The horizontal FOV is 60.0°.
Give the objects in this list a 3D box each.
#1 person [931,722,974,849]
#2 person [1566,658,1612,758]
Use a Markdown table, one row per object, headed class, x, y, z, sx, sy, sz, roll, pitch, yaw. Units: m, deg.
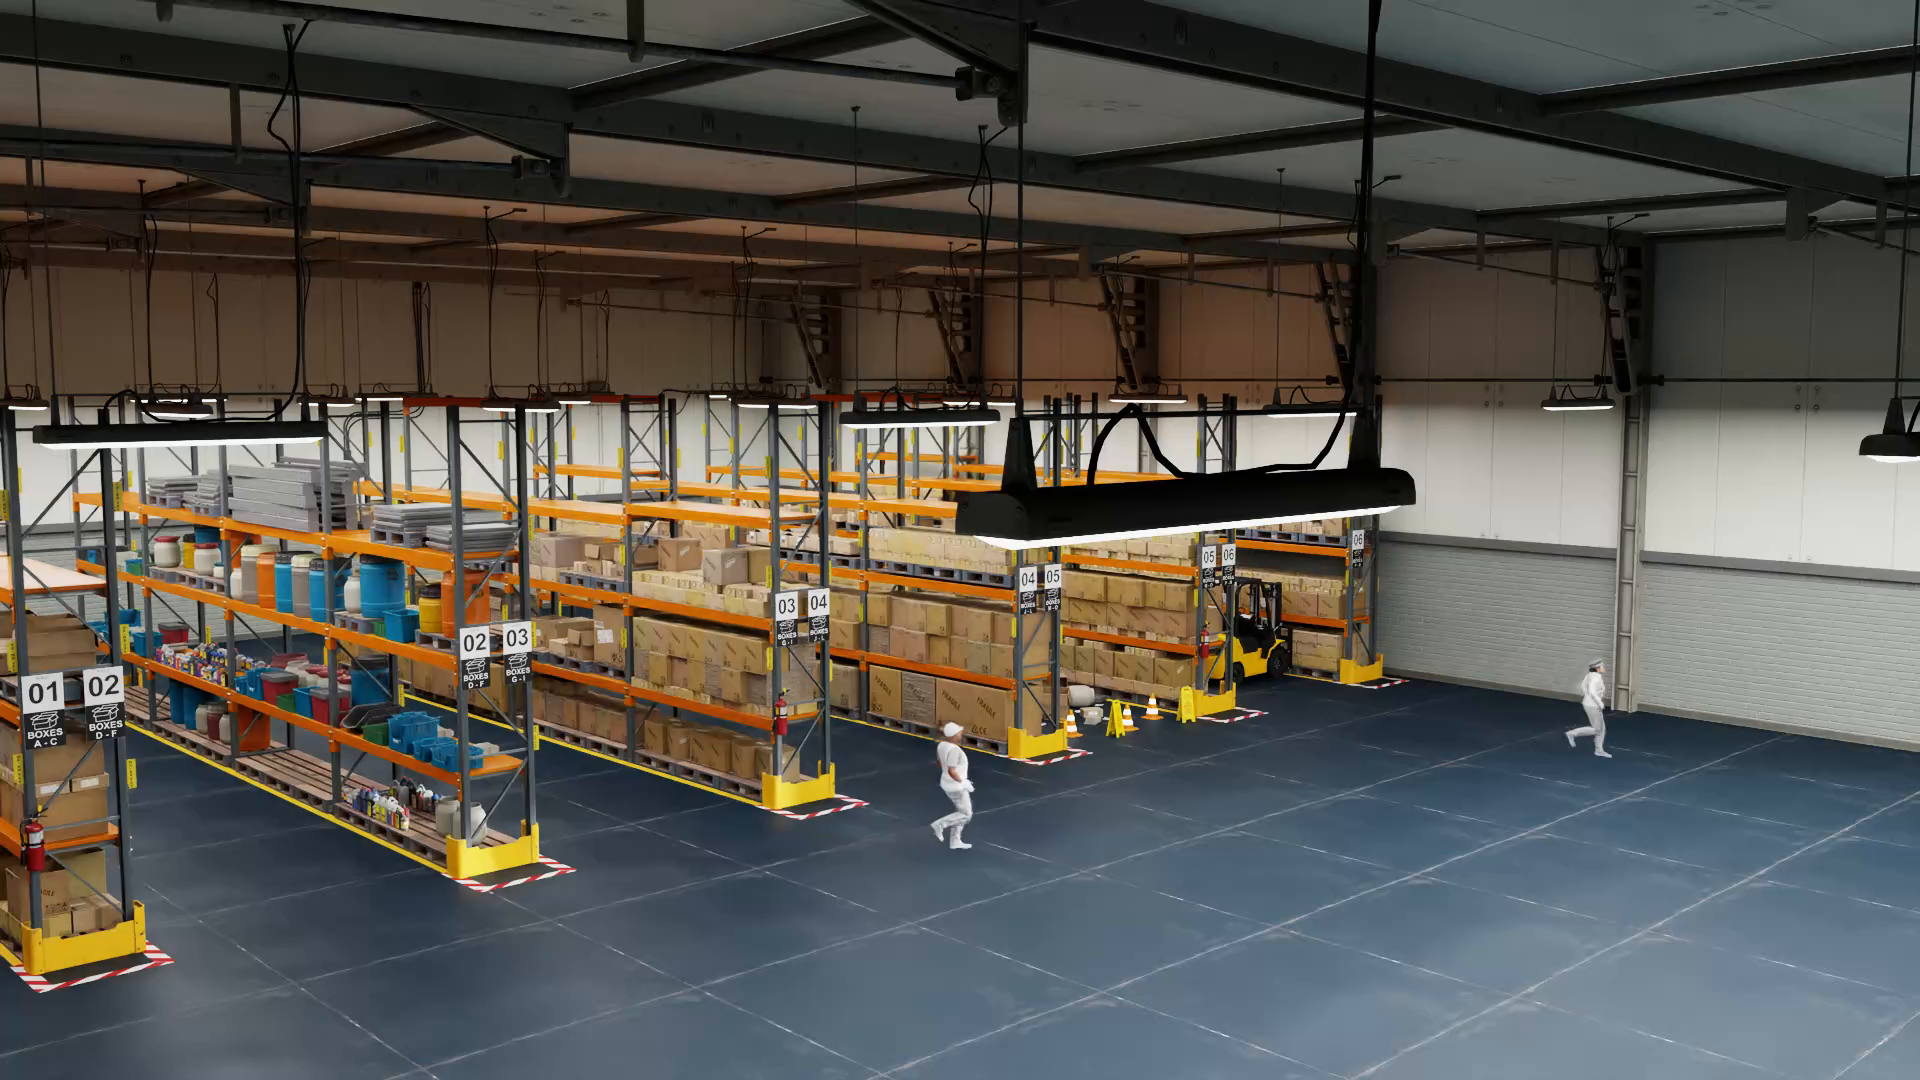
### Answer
| class | x | y | z | sx | sy | sz | roll | pitch | yaw |
| --- | --- | --- | --- | --- | --- | --- | --- | --- | --- |
| person | -0.133 | 3.314 | 22.354 | 0.607 | 1.741 | 0.684 | -2 | 6 | -17 |
| person | 10.608 | 2.811 | 28.014 | 0.745 | 1.676 | 0.644 | 1 | 6 | 12 |
